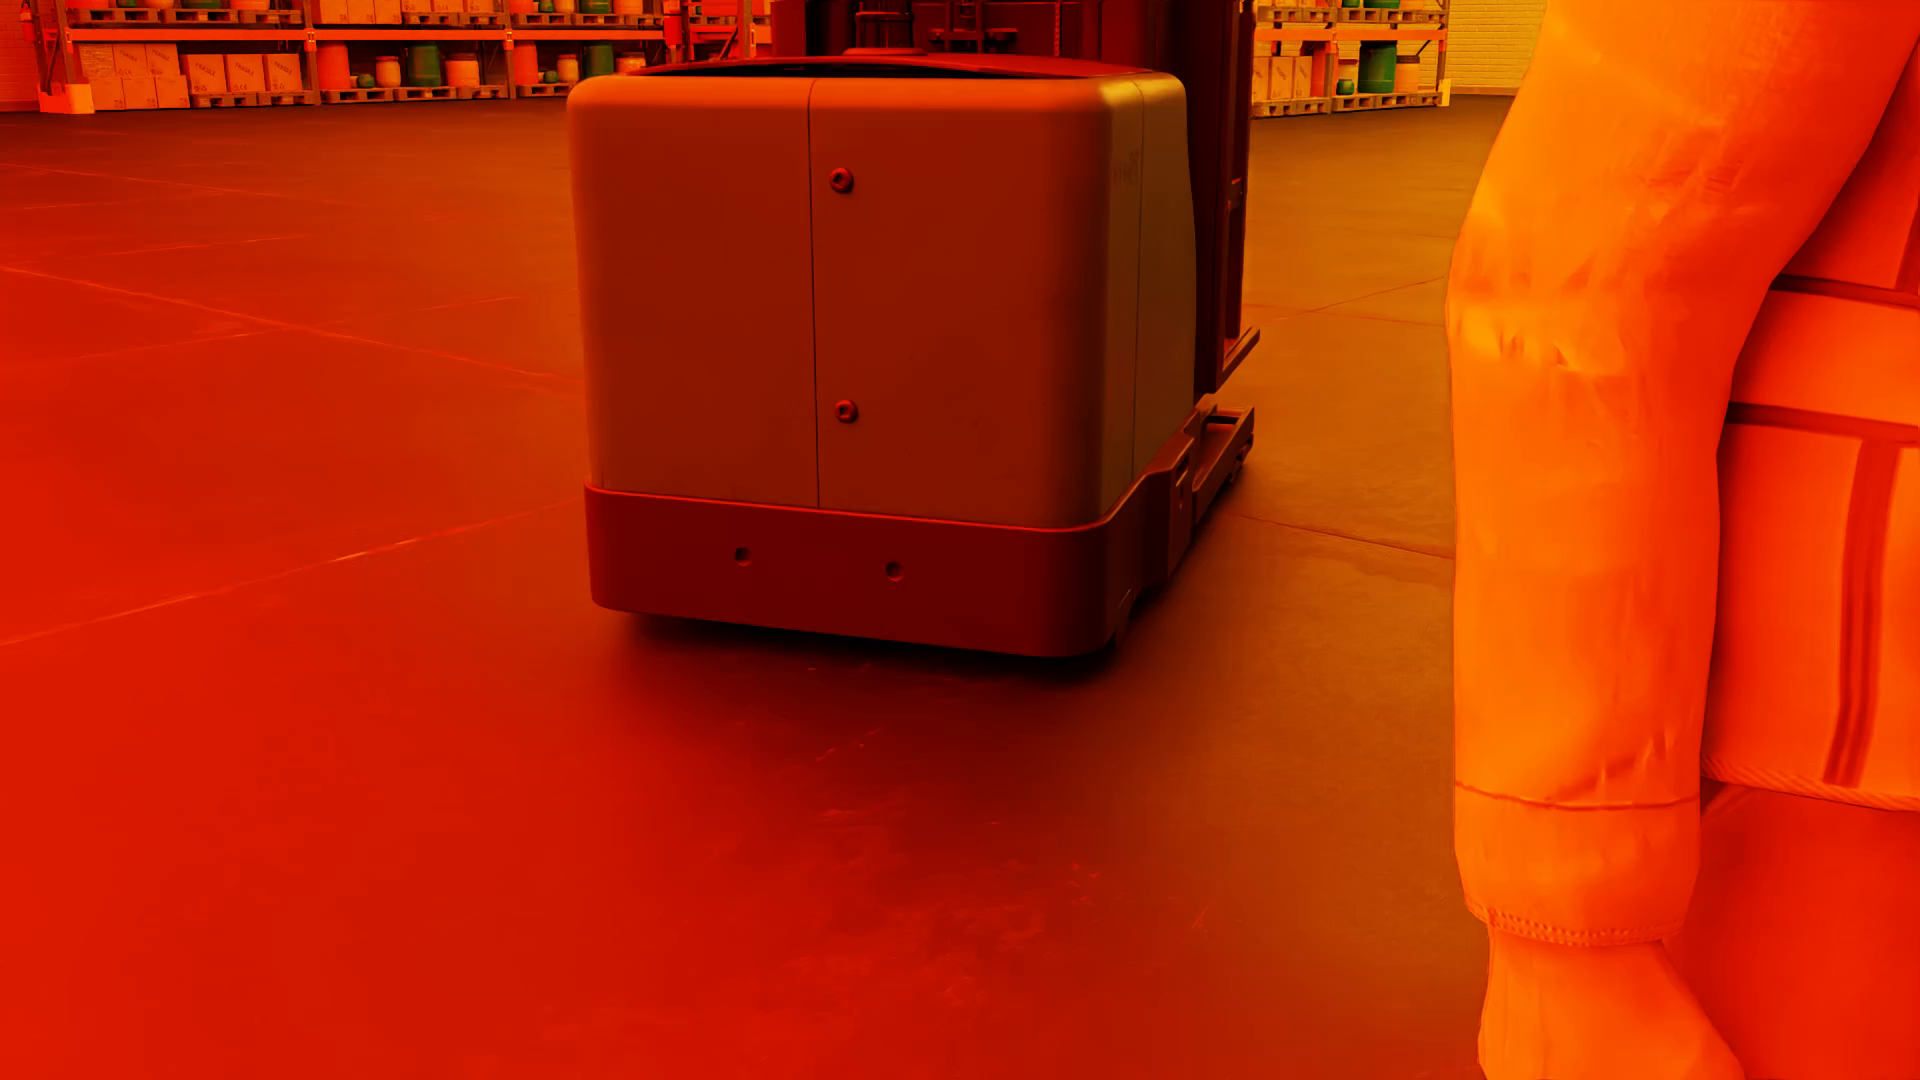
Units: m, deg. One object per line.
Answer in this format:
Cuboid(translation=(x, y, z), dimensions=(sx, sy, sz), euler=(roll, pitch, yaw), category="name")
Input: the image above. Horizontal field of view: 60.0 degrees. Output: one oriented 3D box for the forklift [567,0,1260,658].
Cuboid(translation=(0.189, -1.578, 4.095), dimensions=(1.130, 2.935, 3.031), euler=(5, 18, 17), category="forklift")
